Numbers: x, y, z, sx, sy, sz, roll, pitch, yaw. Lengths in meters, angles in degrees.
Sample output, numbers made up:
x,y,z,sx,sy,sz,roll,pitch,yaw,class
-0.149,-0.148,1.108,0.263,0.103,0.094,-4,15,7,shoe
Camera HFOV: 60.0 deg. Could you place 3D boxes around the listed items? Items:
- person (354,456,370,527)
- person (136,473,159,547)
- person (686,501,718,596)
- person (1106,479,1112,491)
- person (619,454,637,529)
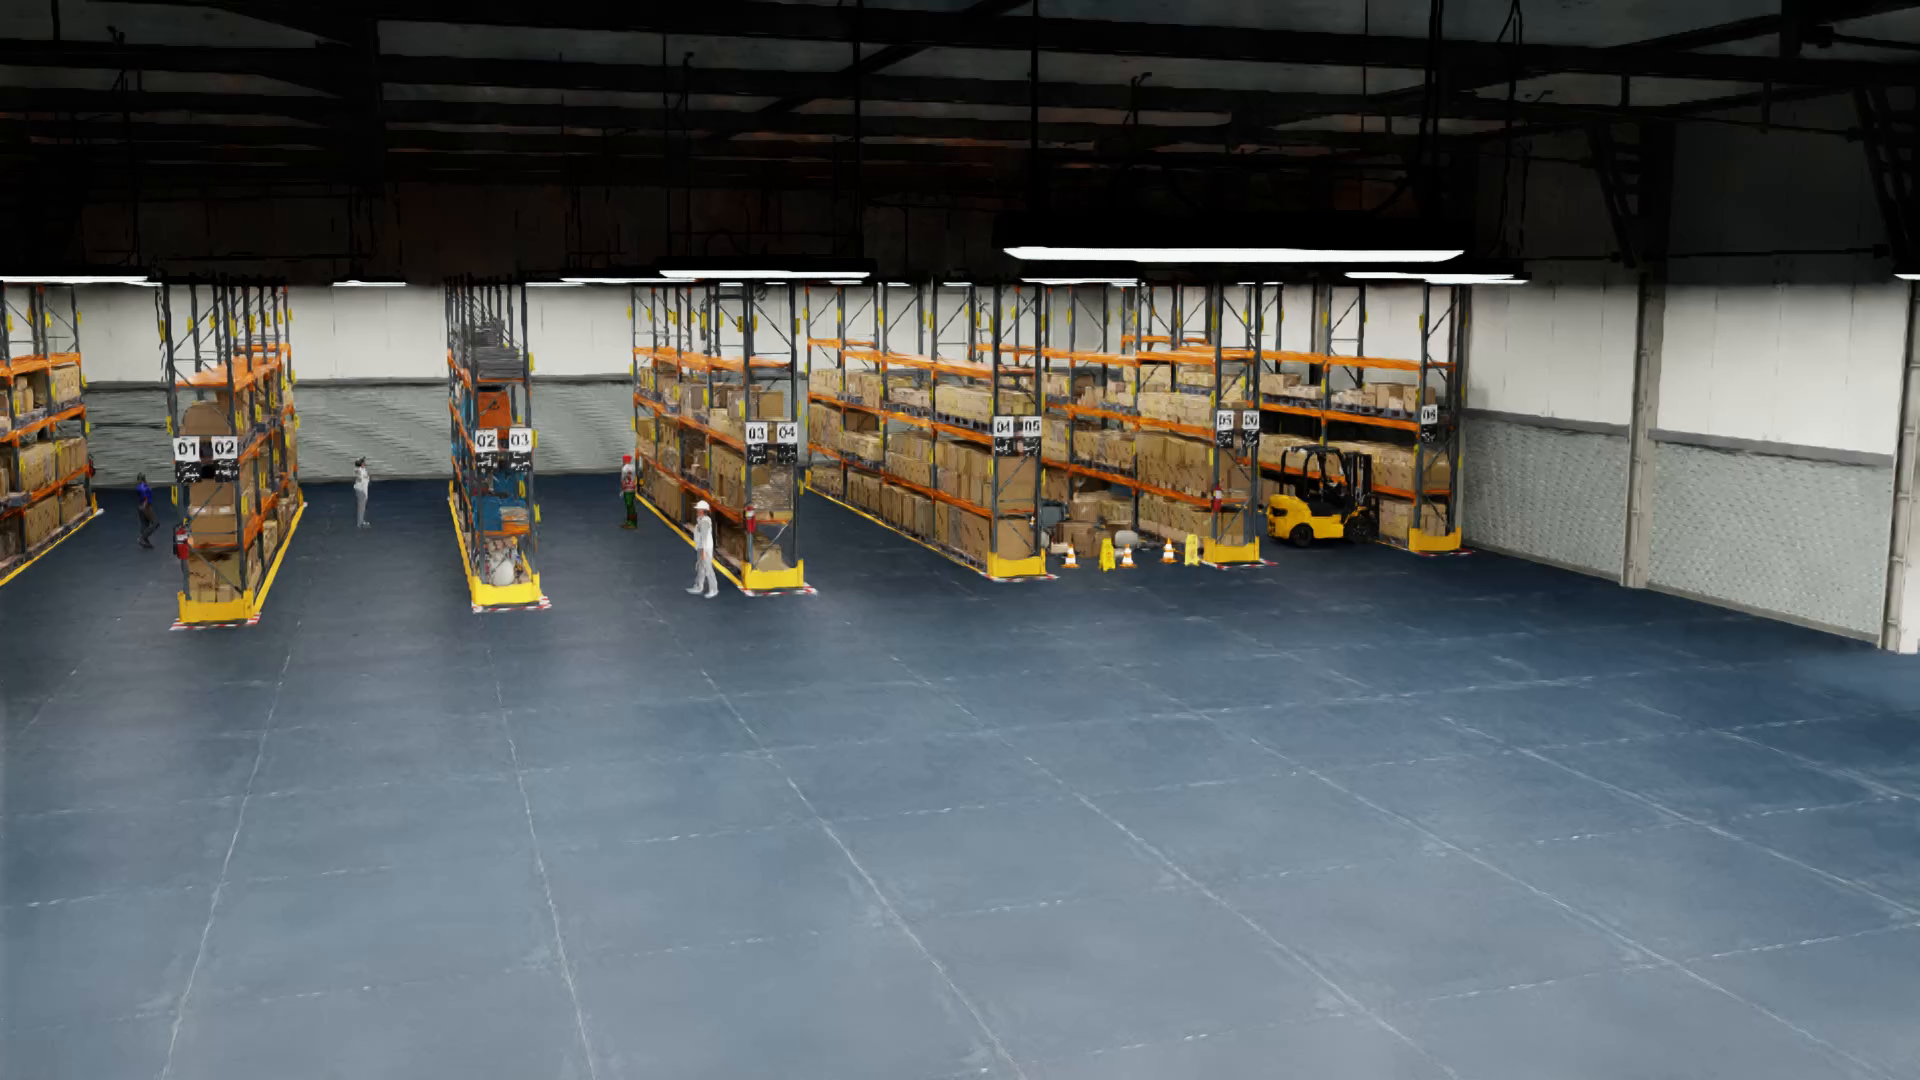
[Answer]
x,y,z,sx,sy,sz,roll,pitch,yaw,class
-14.450,-1.179,40.193,0.362,1.682,0.582,-7,11,-40,person
-18.131,-0.662,36.977,0.508,1.655,0.423,8,12,43,person
-4.863,0.141,31.226,0.613,1.768,0.734,-1,9,-7,person
4.000,-2.275,47.108,0.642,1.774,0.684,1,9,7,person
-7.973,-1.179,39.853,0.577,1.785,0.655,2,9,12,person
